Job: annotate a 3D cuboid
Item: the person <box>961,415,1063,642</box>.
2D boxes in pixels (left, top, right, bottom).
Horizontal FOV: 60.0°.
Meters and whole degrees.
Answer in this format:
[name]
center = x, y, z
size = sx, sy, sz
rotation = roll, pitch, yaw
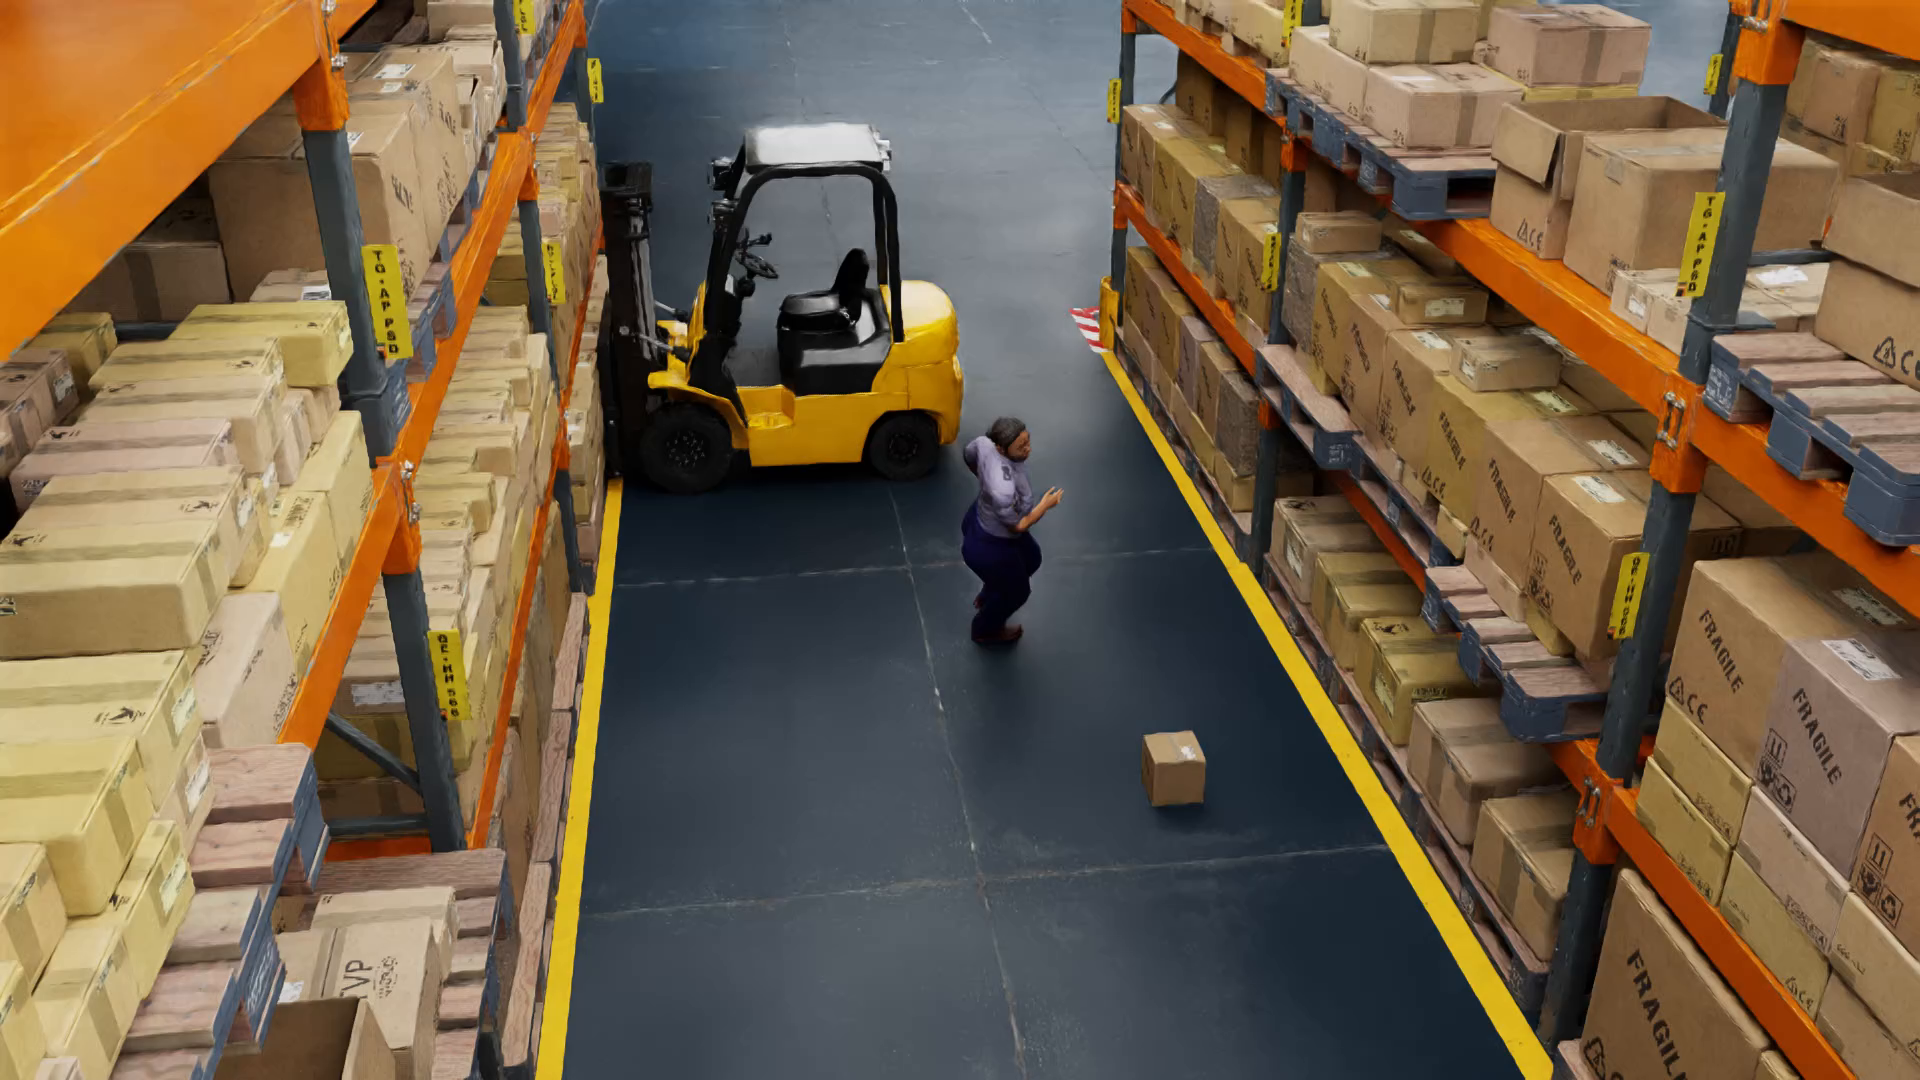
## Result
[person]
center = 0.262, -0.063, 8.886
size = 0.541, 1.516, 0.892
rotation = -3, 27, -5
